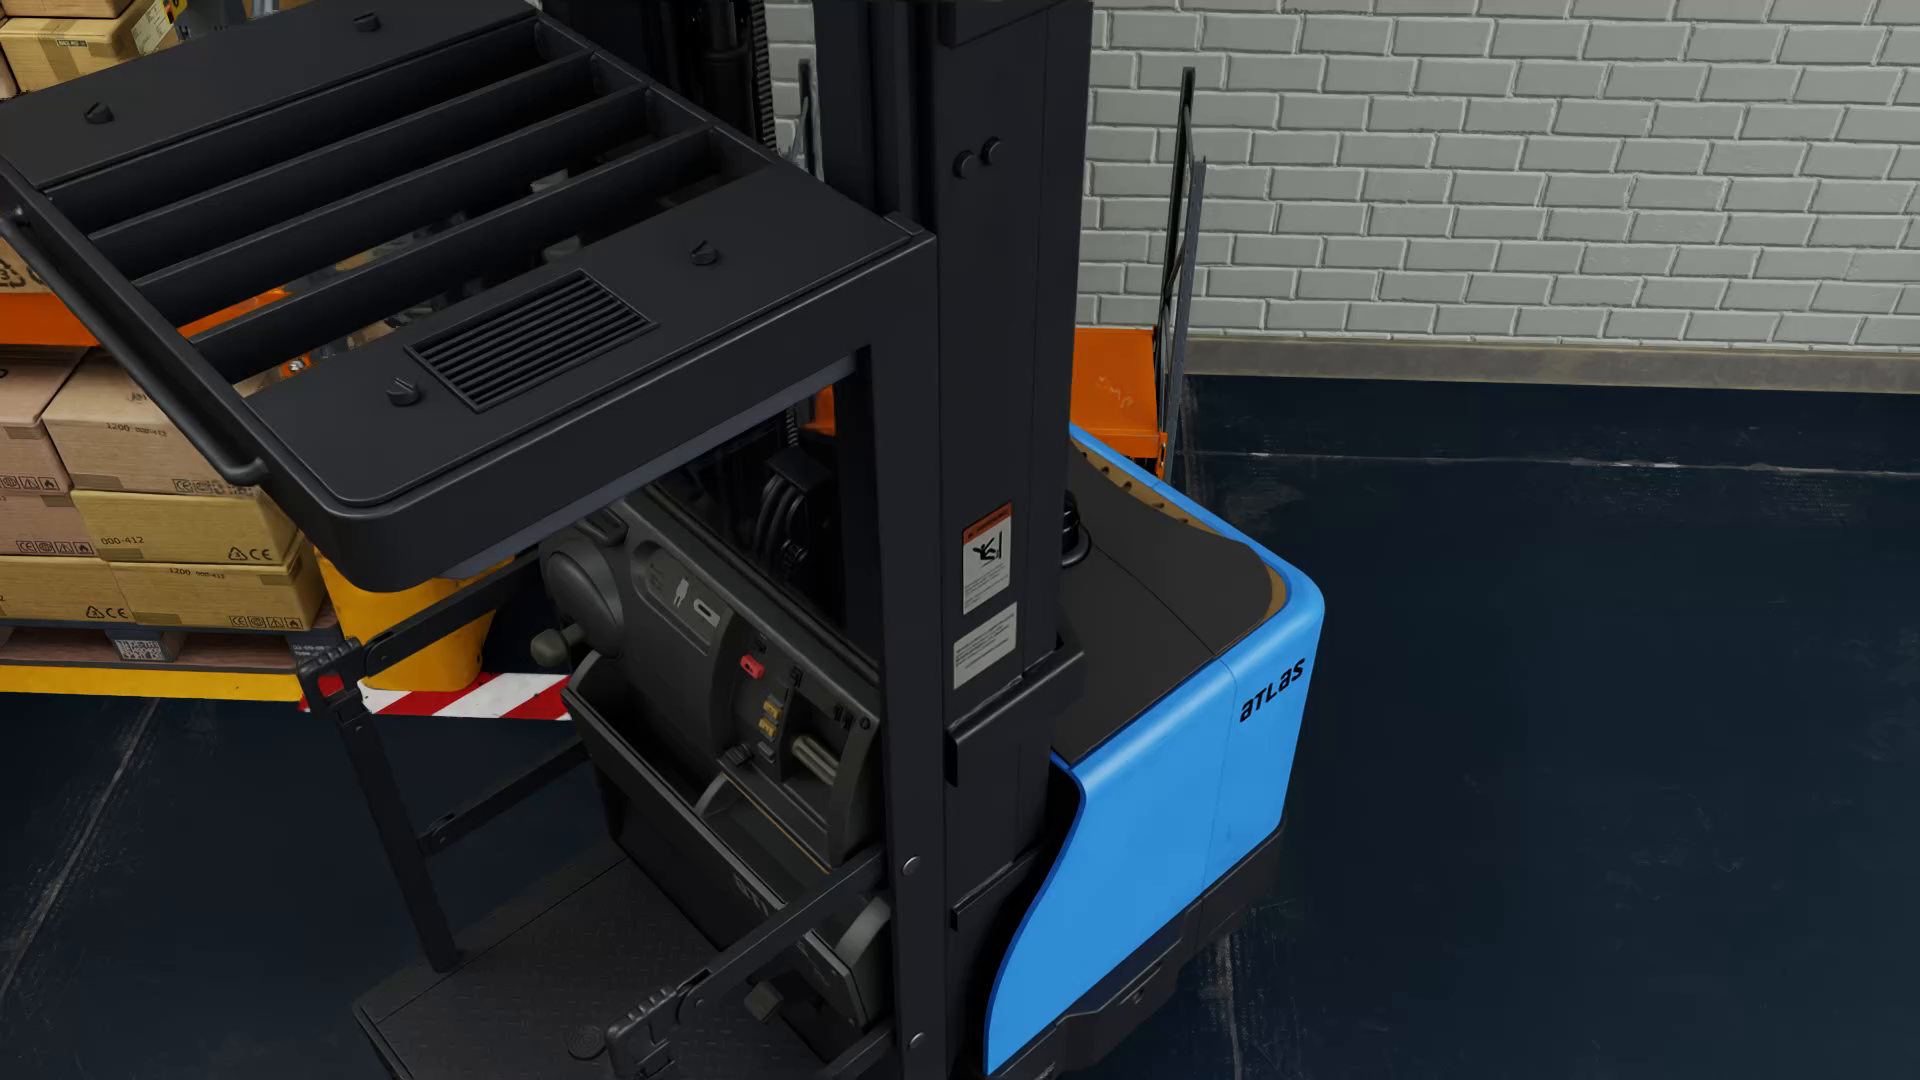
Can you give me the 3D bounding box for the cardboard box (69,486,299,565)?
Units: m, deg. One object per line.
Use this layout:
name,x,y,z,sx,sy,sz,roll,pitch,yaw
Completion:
cardboard box,-2.073,-0.195,4.601,0.500,0.250,0.500,1,43,1

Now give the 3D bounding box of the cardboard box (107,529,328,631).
cardboard box,-2.056,-0.009,4.768,0.500,0.250,0.500,2,43,2

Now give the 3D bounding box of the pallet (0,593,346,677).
pallet,-2.338,-0.037,5.135,1.213,0.211,1.003,2,43,2

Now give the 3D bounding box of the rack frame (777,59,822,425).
rack frame,-0.423,-0.562,4.753,0.032,1.500,0.500,2,43,2

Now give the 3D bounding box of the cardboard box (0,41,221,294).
cardboard box,-2.076,-0.935,3.980,0.500,0.500,0.500,1,43,1

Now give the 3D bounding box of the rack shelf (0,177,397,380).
rack shelf,-3.570,-0.861,4.501,4.000,0.370,1.077,2,43,2

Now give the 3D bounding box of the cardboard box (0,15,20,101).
cardboard box,-2.188,-1.144,3.728,0.250,0.149,0.380,2,43,3

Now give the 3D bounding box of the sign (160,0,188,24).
sign,-1.611,-1.204,3.318,0.005,0.325,0.100,2,43,2

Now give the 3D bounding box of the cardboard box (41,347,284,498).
cardboard box,-2.046,-0.378,4.430,0.500,0.250,0.500,3,43,3

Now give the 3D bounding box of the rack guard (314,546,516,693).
rack guard,-1.548,-0.147,5.041,0.348,0.500,1.175,2,43,2

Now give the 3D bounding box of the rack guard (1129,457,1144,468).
rack guard,0.574,-0.074,5.146,0.087,0.250,0.587,2,43,2

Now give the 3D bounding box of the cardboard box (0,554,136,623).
cardboard box,-2.552,-0.031,4.792,0.500,0.250,0.500,2,43,2

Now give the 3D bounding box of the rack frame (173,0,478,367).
rack frame,-1.572,-1.062,4.190,0.127,3.000,1.000,2,43,2

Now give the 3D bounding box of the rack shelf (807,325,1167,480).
rack shelf,0.085,-0.415,4.859,1.000,0.185,0.538,2,43,2

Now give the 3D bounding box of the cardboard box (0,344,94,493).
cardboard box,-2.557,-0.389,4.443,0.500,0.250,0.500,2,43,3

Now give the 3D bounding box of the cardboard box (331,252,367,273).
cardboard box,-2.044,-0.719,4.797,0.500,0.250,0.500,1,43,1

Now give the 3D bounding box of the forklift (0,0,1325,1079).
forklift,-0.621,0.257,2.824,3.031,2.935,1.130,-32,52,-30

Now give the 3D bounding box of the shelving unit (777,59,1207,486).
shelving unit,0.076,-0.546,4.736,1.083,1.500,0.587,2,43,2

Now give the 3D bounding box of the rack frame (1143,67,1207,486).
rack frame,0.593,-0.531,4.719,0.032,1.500,0.500,2,43,2

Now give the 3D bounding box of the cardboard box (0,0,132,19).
cardboard box,-1.940,-1.313,3.691,0.250,0.149,0.380,2,43,2

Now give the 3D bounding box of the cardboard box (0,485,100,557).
cardboard box,-2.573,-0.218,4.625,0.500,0.250,0.500,1,43,1

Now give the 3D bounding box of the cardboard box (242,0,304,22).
cardboard box,-2.055,-1.303,4.375,0.500,0.500,0.500,3,43,3

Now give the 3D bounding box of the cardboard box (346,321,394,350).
cardboard box,-2.033,-0.549,4.981,0.500,0.250,0.500,2,43,3

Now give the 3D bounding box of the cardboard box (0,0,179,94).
cardboard box,-1.931,-1.156,3.741,0.250,0.149,0.380,2,43,3
